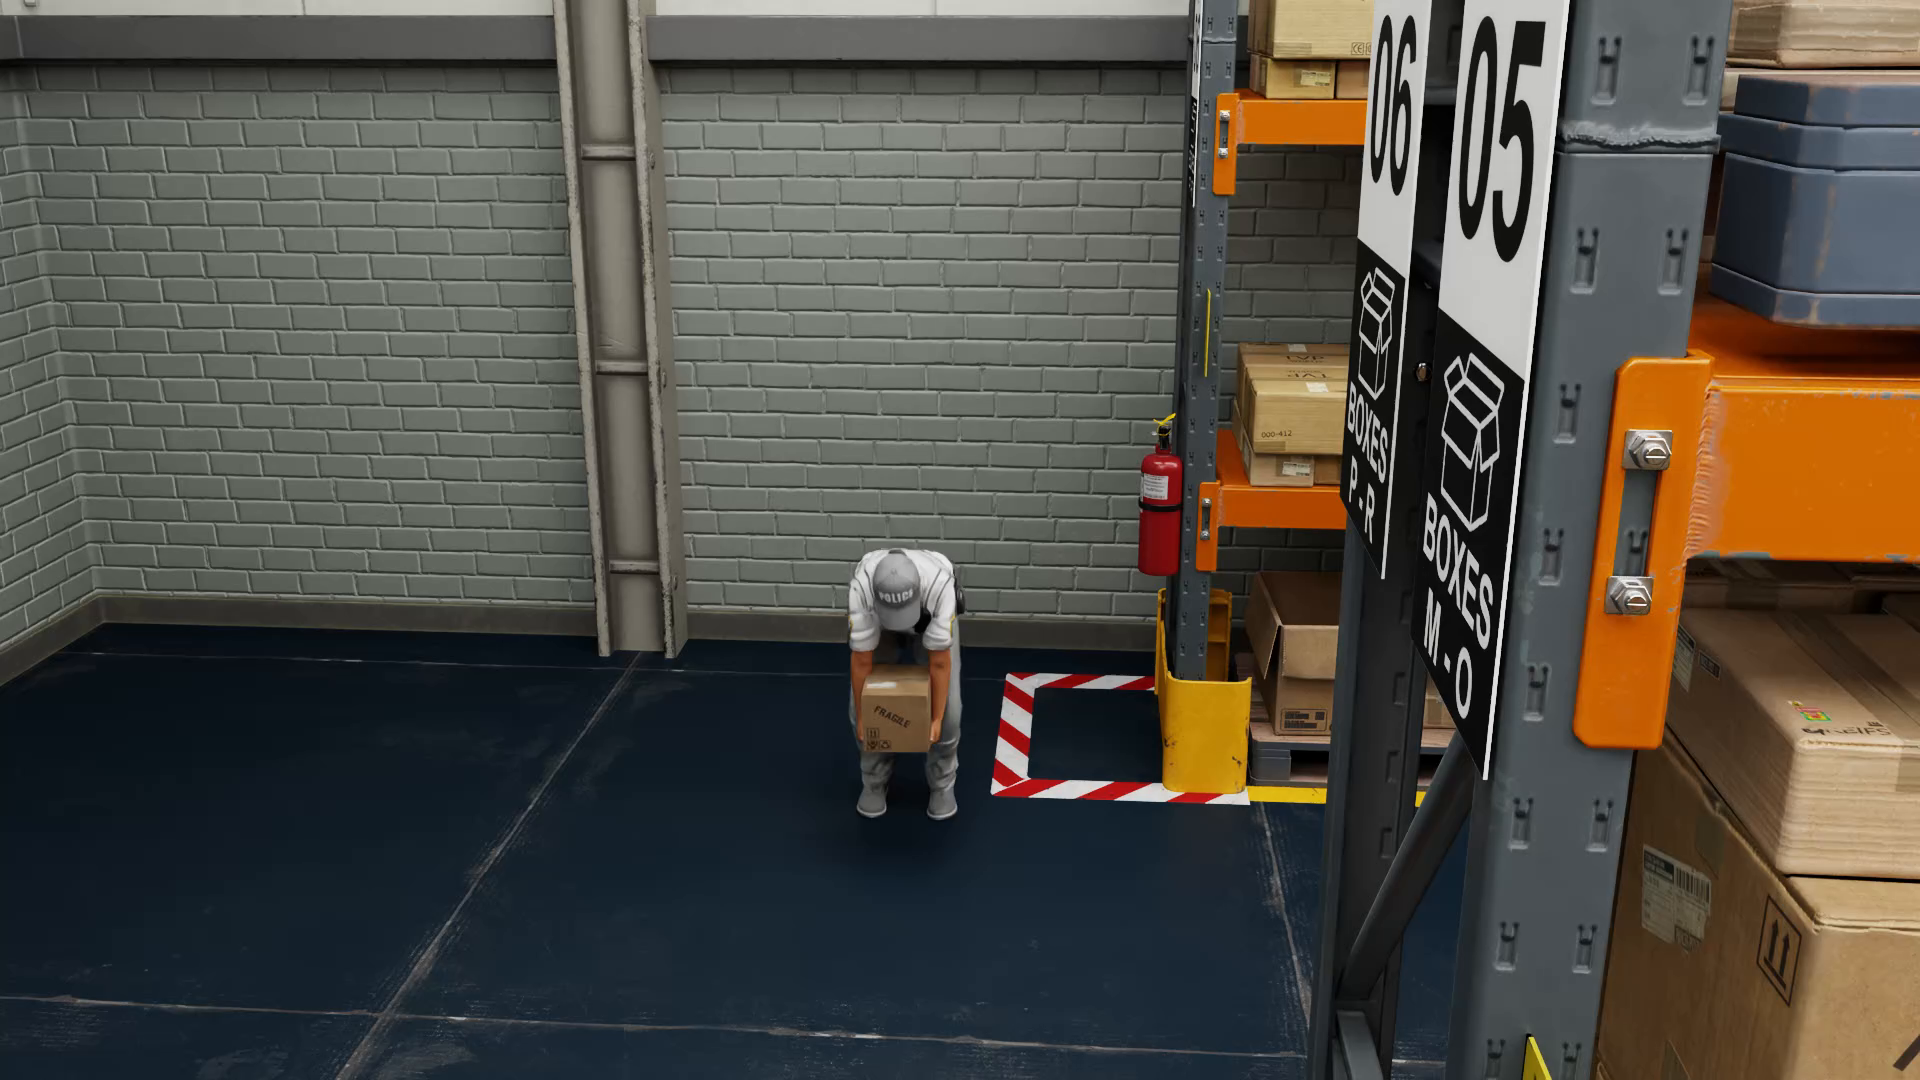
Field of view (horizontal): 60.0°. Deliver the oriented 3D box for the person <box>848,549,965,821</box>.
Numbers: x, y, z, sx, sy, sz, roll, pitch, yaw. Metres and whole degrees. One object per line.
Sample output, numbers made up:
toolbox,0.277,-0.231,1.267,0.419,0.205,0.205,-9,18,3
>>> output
person,-0.223,0.551,6.493,0.463,1.260,0.901,1,18,3
